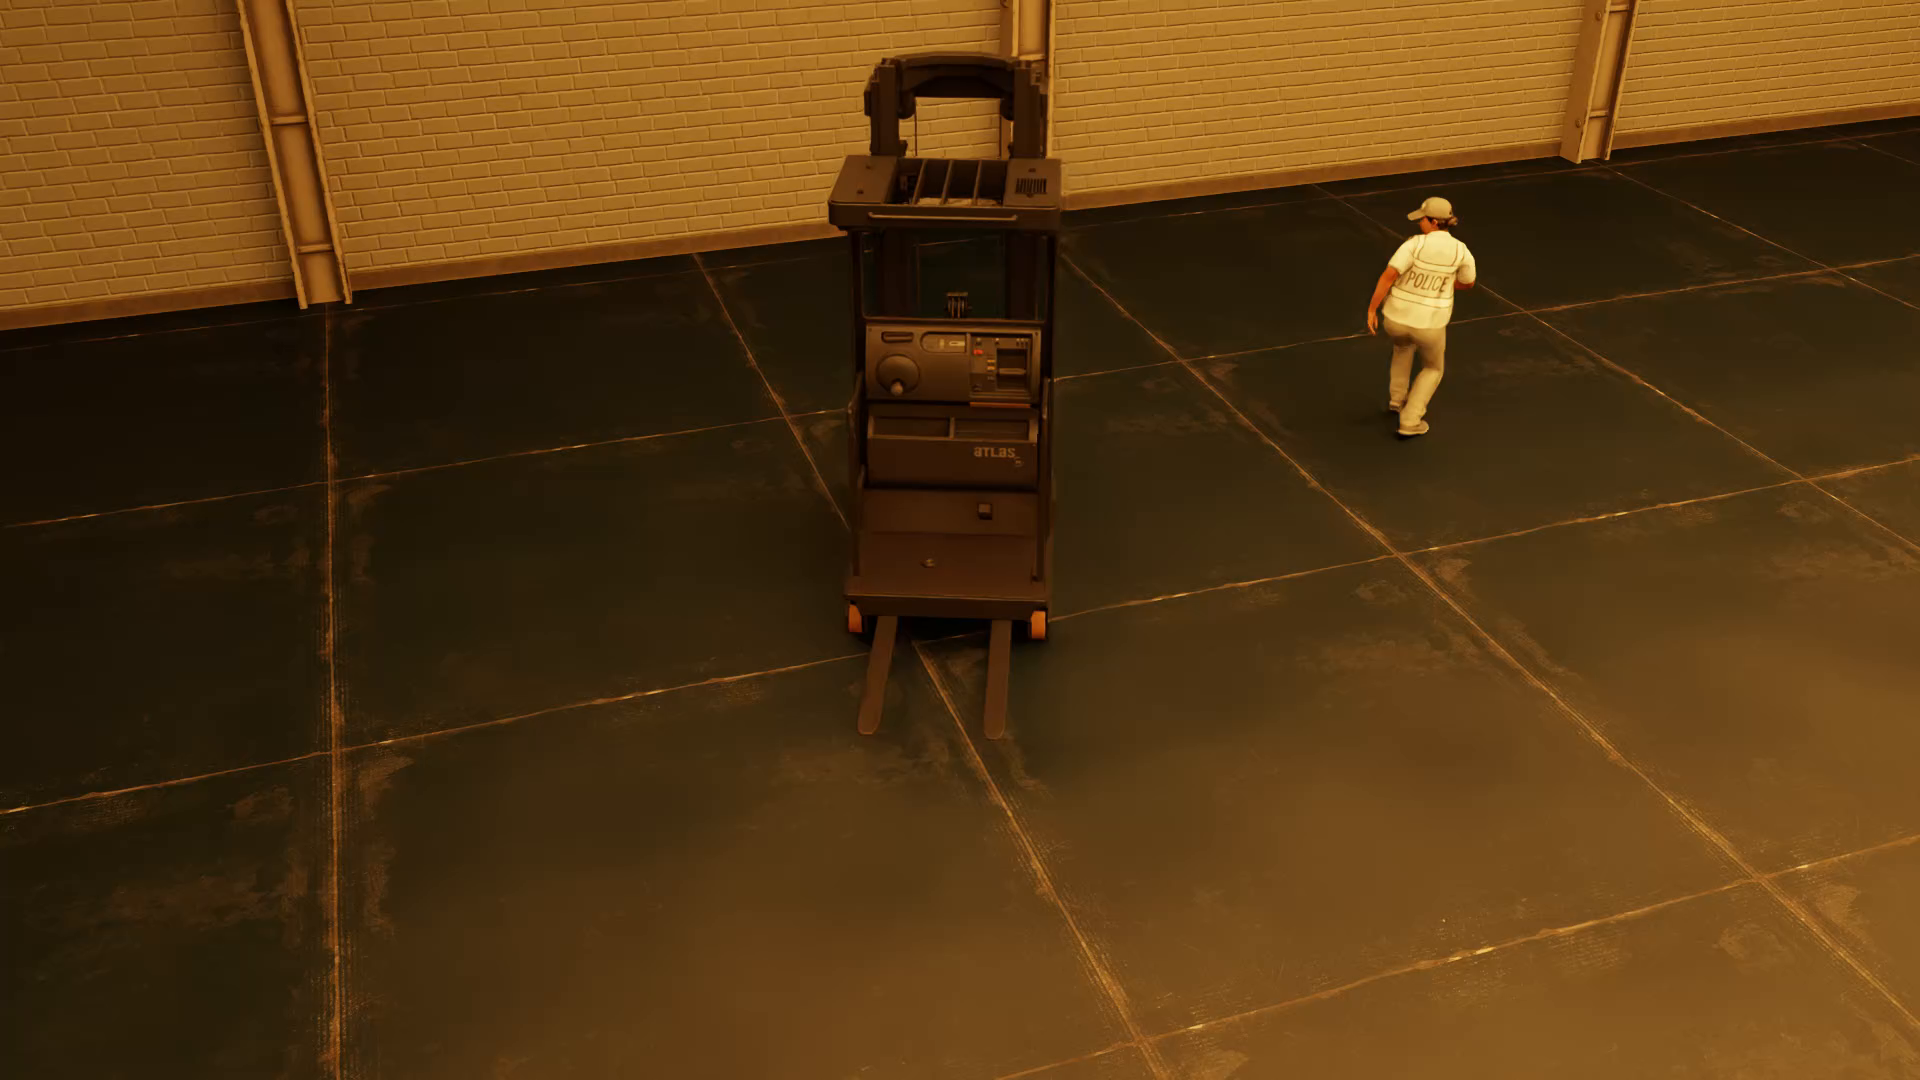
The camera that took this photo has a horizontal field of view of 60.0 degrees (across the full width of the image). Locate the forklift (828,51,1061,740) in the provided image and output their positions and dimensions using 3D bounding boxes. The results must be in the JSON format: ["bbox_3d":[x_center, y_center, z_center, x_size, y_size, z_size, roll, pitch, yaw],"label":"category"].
[{"bbox_3d":[-0.049,-0.892,8.637,1.130,2.935,3.031,2,30,3],"label":"forklift"}]

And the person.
[{"bbox_3d":[3.043,-1.443,10.993,0.569,1.665,0.736,14,33,23],"label":"person"}]
